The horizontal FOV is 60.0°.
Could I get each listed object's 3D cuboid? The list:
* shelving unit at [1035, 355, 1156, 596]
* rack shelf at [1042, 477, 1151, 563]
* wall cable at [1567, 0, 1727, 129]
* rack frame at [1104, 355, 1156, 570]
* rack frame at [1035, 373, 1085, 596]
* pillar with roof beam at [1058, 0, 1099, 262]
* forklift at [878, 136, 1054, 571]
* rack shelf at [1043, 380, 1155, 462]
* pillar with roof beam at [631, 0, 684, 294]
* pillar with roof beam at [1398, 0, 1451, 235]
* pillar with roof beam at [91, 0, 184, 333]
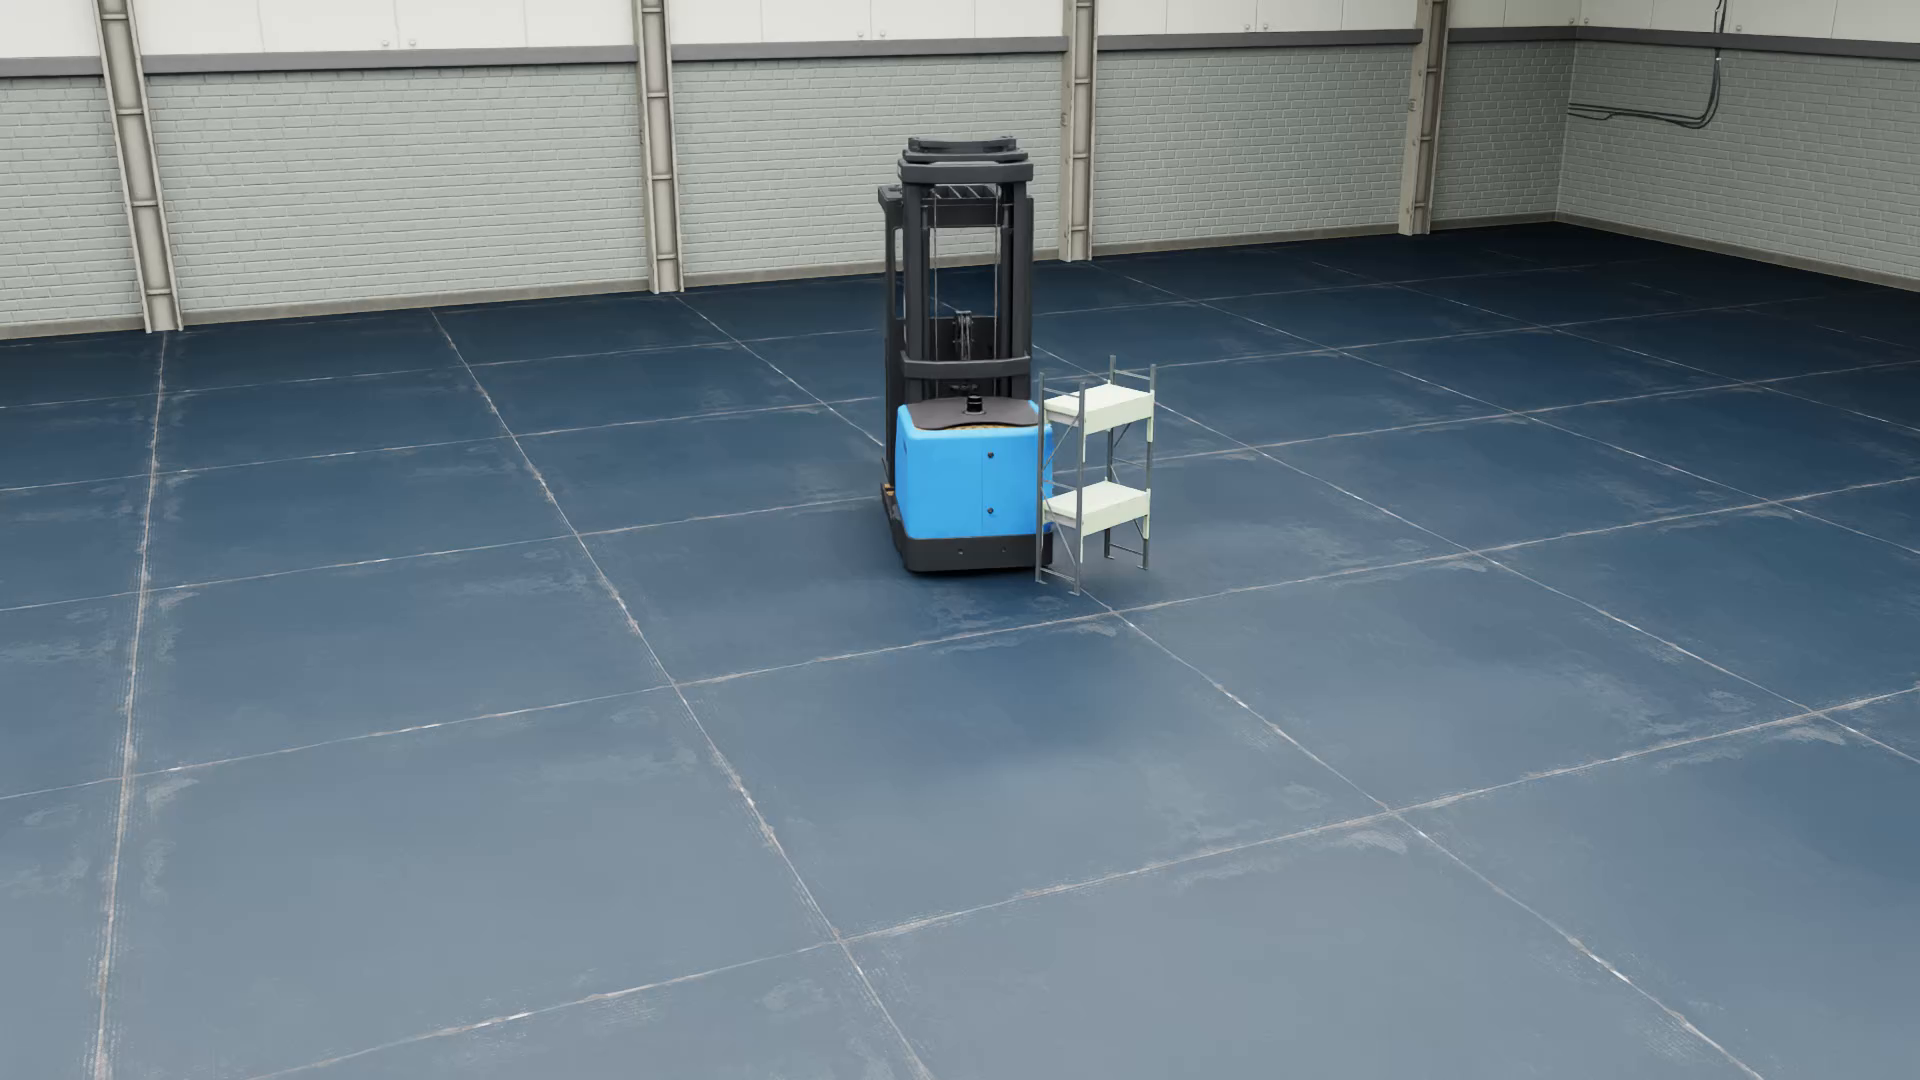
[{"bbox_3d":[0.940,-0.456,11.560,0.755,1.500,0.431,-18,26,-41],"label":"shelving unit"},{"bbox_3d":[0.940,-0.149,11.668,0.720,0.370,0.431,-18,26,-41],"label":"rack shelf"},{"bbox_3d":[10.399,-7.616,25.277,0.112,2.526,3.097,-8,21,-22],"label":"wall cable"},{"bbox_3d":[1.201,-0.541,11.801,0.023,1.500,0.400,-18,26,-41],"label":"rack frame"},{"bbox_3d":[0.678,-0.371,11.318,0.023,1.500,0.400,-18,26,-41],"label":"rack frame"},{"bbox_3d":[3.367,-6.994,18.835,0.400,9.000,9.100,-8,21,-22],"label":"pillar with roof beam"},{"bbox_3d":[-0.036,-1.610,12.681,1.130,2.935,3.031,-2,20,-7],"label":"forklift"},{"bbox_3d":[0.940,-0.824,11.430,0.720,0.370,0.431,-18,26,-41],"label":"rack shelf"},{"bbox_3d":[-2.143,-6.204,16.594,0.400,9.000,9.100,-8,21,-22],"label":"pillar with roof beam"},{"bbox_3d":[8.876,-7.783,21.077,0.400,9.000,9.100,-8,21,-22],"label":"pillar with roof beam"},{"bbox_3d":[-7.652,-5.415,14.352,0.400,9.000,9.100,-8,21,-22],"label":"pillar with roof beam"}]
